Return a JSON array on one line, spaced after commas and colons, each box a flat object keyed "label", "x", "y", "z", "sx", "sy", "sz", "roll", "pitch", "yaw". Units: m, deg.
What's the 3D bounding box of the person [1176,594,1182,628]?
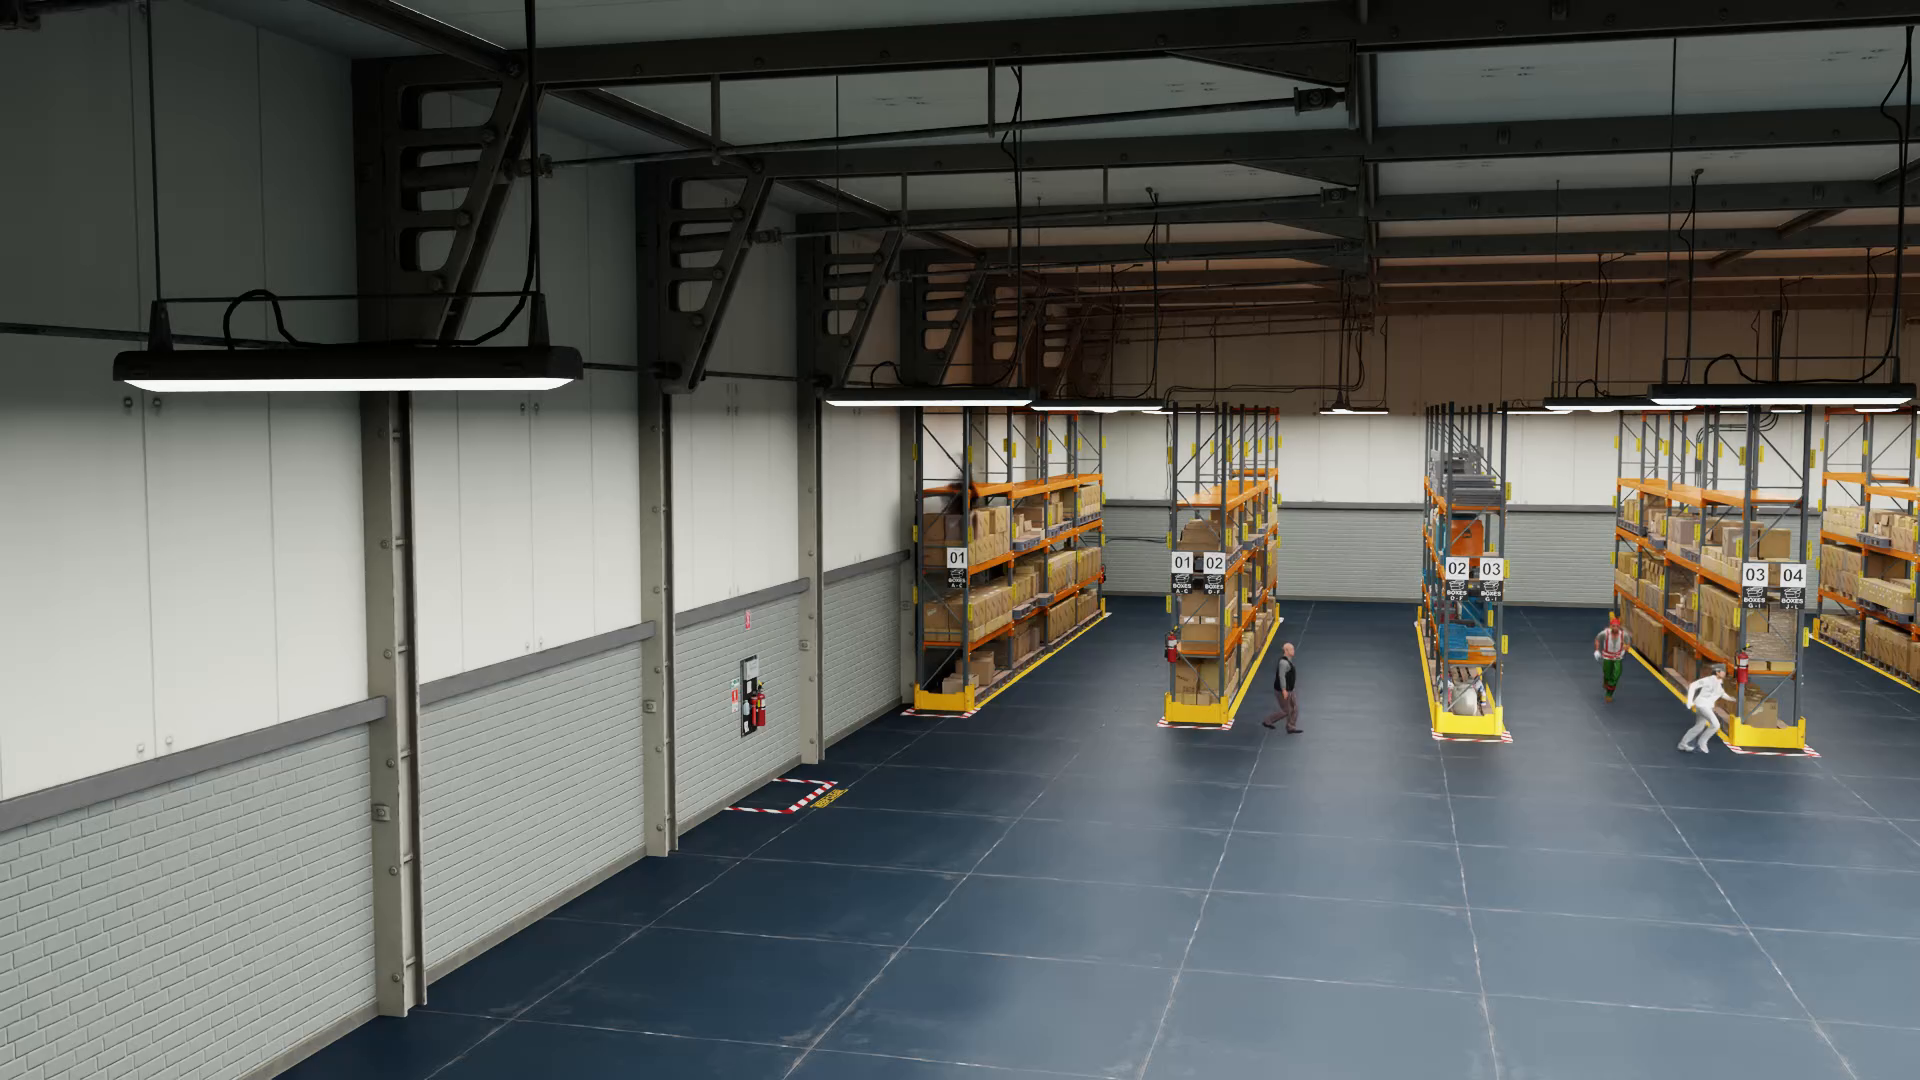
[{"label": "person", "x": 5.967, "y": 1.643, "z": 44.173, "sx": 0.581, "sy": 1.663, "sz": 0.958, "roll": 0, "pitch": 4, "yaw": 1}]

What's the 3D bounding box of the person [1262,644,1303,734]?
[{"label": "person", "x": 5.814, "y": 2.679, "z": 29.951, "sx": 0.721, "sy": 1.667, "sz": 0.717, "roll": 2, "pitch": 5, "yaw": 23}]

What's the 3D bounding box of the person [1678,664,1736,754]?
[{"label": "person", "x": 12.697, "y": 2.841, "z": 28.260, "sx": 0.627, "sy": 1.546, "sz": 0.928, "roll": -4, "pitch": 6, "yaw": -43}]

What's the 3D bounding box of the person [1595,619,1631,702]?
[{"label": "person", "x": 13.152, "y": 2.410, "z": 33.530, "sx": 0.644, "sy": 1.712, "sz": 0.766, "roll": 1, "pitch": 4, "yaw": 7}]
